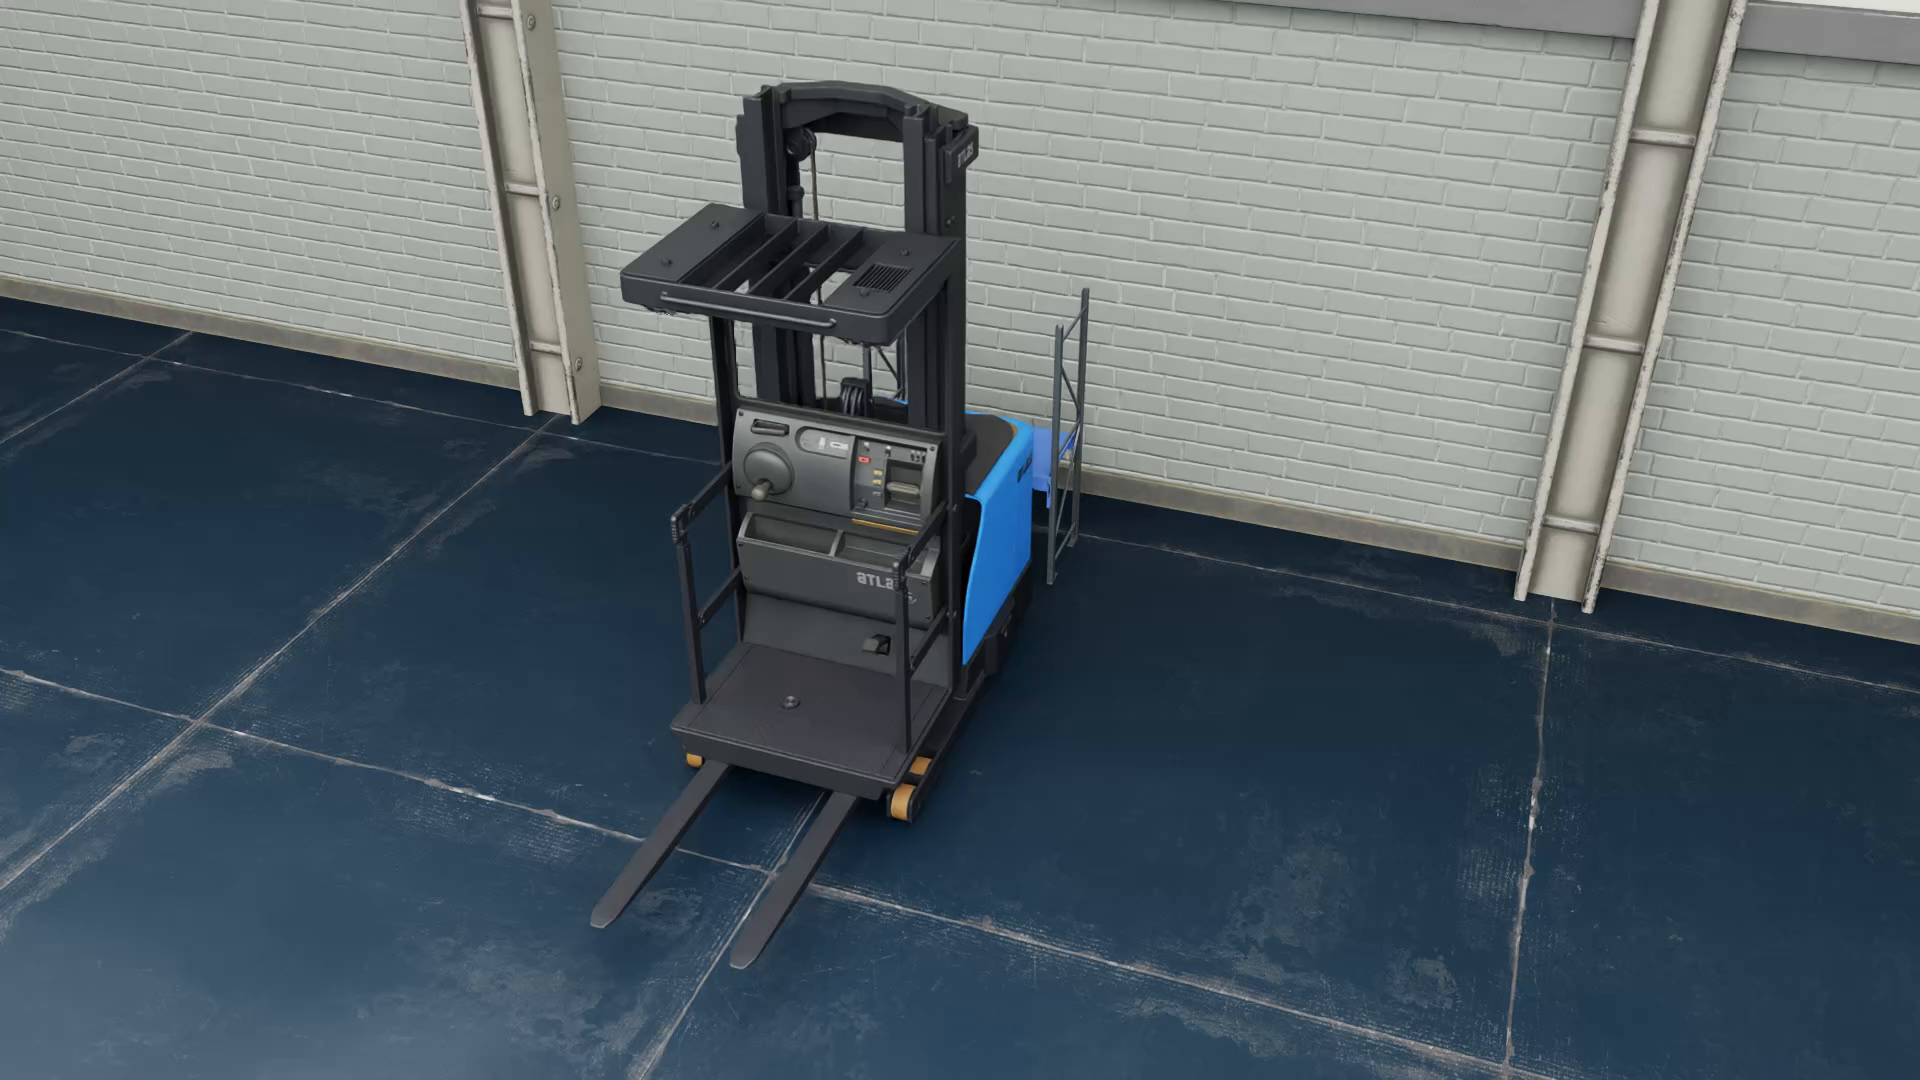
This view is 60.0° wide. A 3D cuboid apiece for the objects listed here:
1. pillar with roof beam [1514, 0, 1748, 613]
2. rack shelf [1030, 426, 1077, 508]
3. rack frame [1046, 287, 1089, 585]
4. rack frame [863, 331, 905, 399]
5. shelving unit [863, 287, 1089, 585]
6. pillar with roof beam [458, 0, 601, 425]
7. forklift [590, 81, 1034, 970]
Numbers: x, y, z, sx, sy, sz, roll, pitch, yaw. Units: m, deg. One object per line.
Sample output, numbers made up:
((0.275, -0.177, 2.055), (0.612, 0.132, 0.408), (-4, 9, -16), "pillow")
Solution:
((1.696, -1.315, 2.958), (0.400, 9.000, 9.100), (11, 34, 16), "pillar with roof beam")
((0.080, -0.463, 8.885), (1.000, 0.185, 0.538), (11, 34, 16), "rack shelf")
((0.559, -0.521, 8.643), (0.032, 1.500, 0.500), (11, 34, 16), "rack frame")
((-0.398, -0.707, 8.931), (0.032, 1.500, 0.500), (11, 34, 16), "rack frame")
((0.080, -0.614, 8.787), (1.048, 1.500, 0.538), (11, 34, 16), "shelving unit")
((-3.952, -2.413, 4.659), (0.400, 9.000, 9.100), (11, 34, 16), "pillar with roof beam")
((-0.609, -0.252, 6.906), (1.130, 2.935, 3.031), (11, 35, 17), "forklift")
